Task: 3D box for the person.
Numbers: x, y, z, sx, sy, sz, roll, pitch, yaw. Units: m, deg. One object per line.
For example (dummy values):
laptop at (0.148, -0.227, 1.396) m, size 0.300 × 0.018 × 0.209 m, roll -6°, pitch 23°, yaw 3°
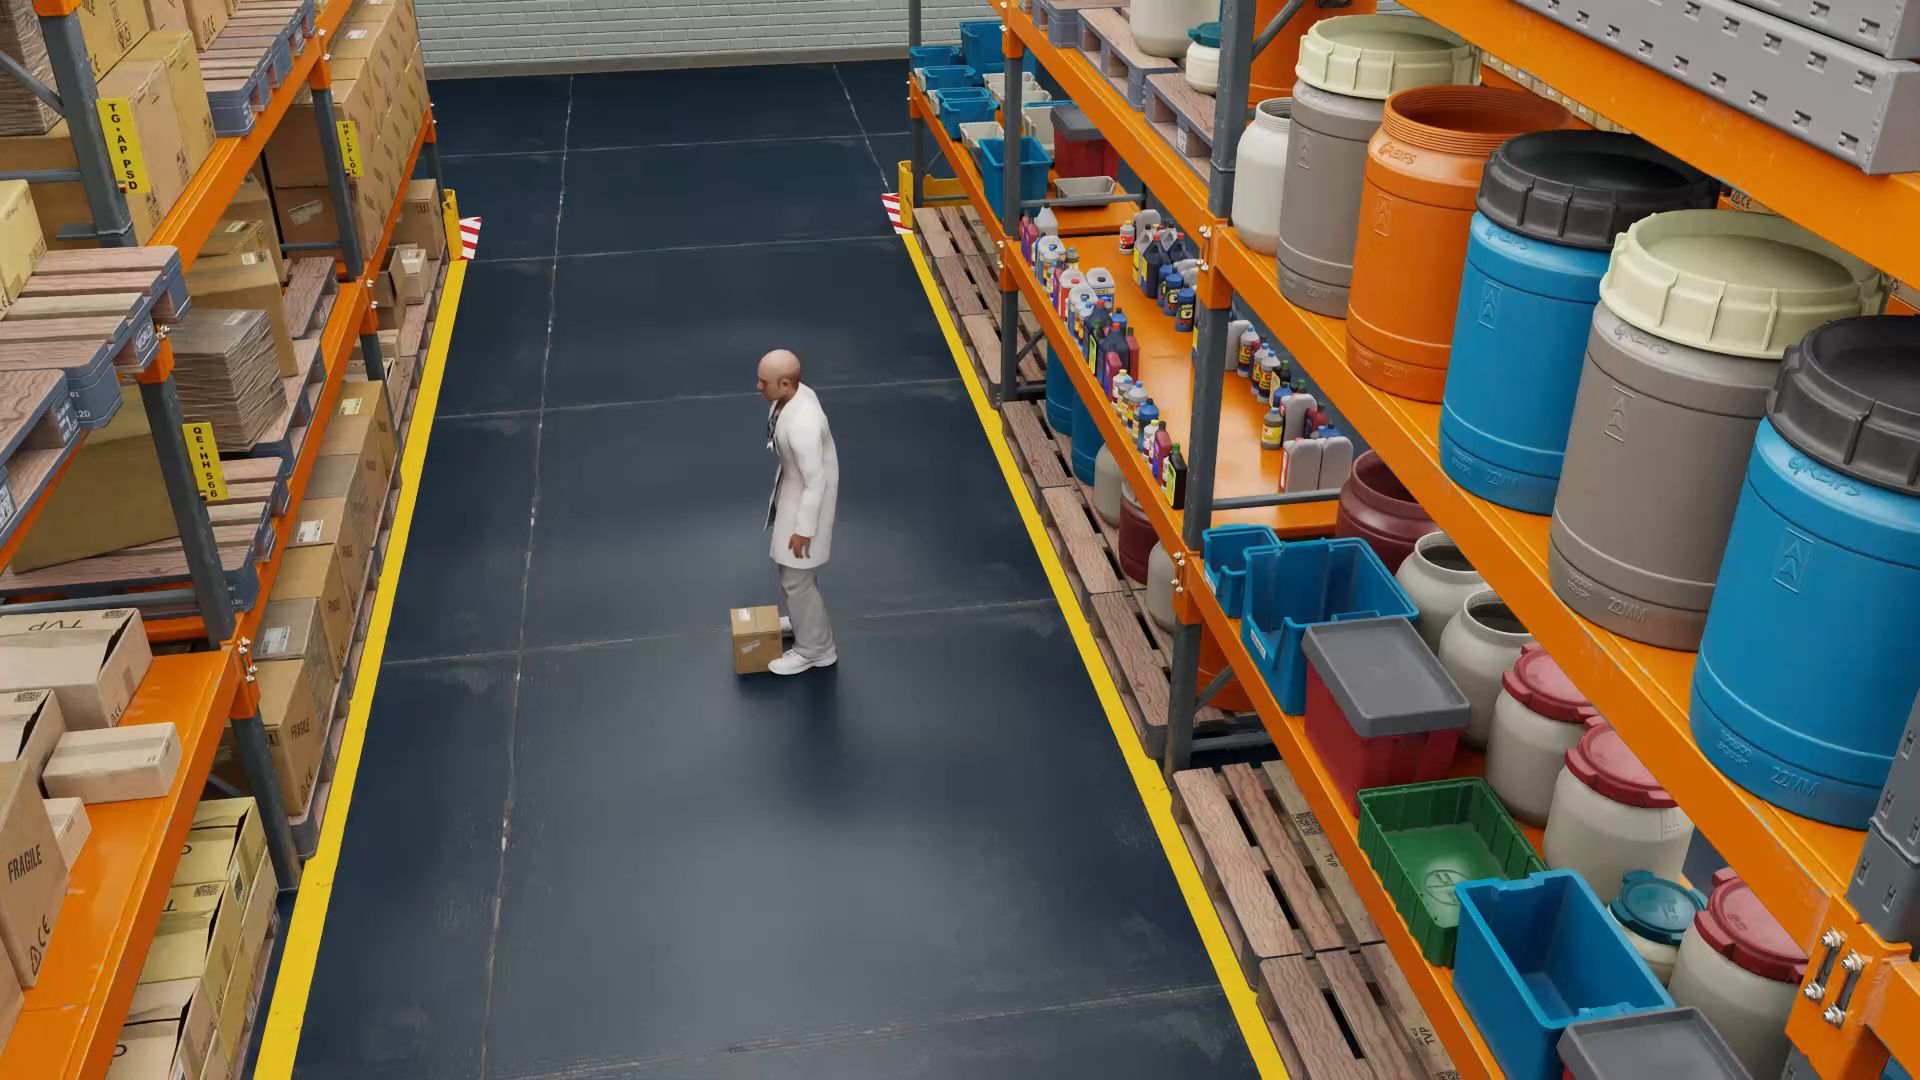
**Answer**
person at (-0.827, -0.156, 8.425) m, size 0.429 × 1.772 × 0.646 m, roll -7°, pitch 31°, yaw -12°
